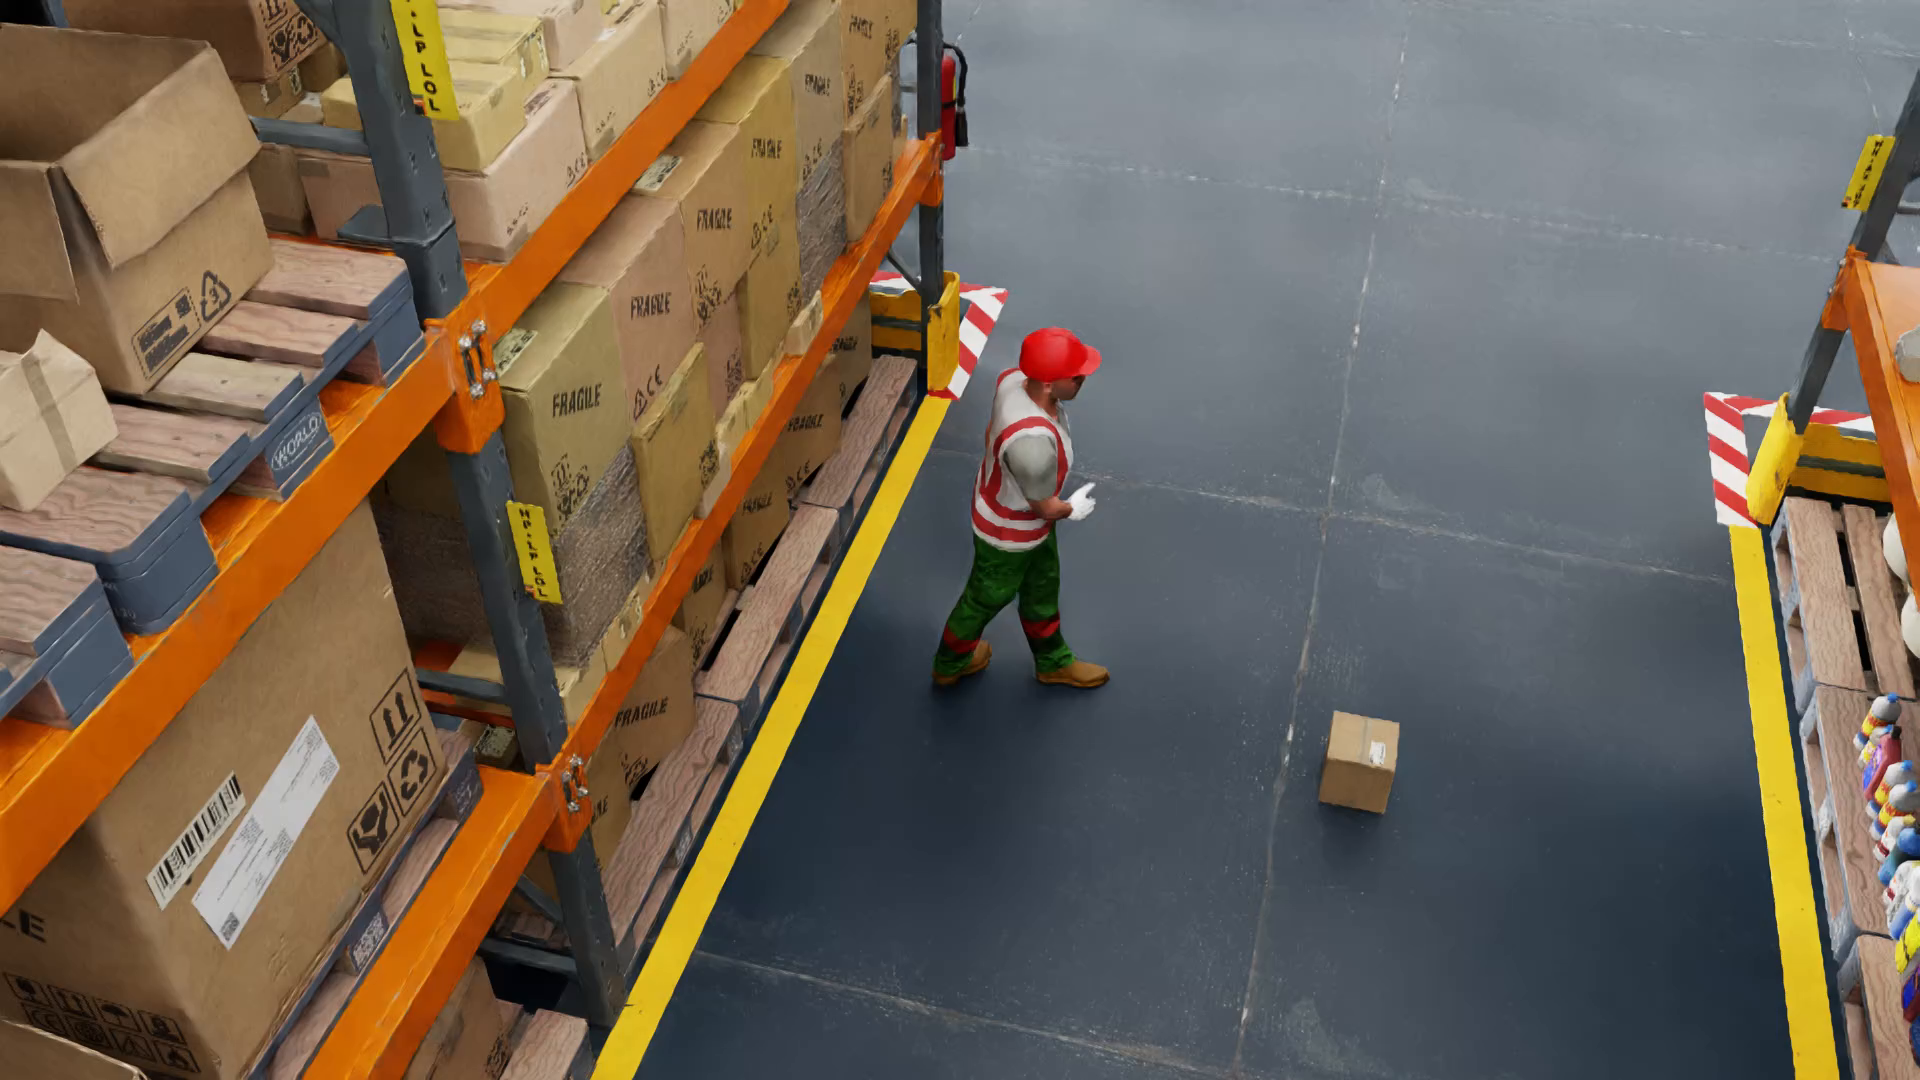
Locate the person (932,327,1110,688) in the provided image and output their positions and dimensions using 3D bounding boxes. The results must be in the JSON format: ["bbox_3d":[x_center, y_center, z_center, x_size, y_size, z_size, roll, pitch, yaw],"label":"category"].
[{"bbox_3d":[0.247,-0.088,6.230,0.721,1.772,0.603,4,41,5],"label":"person"}]
